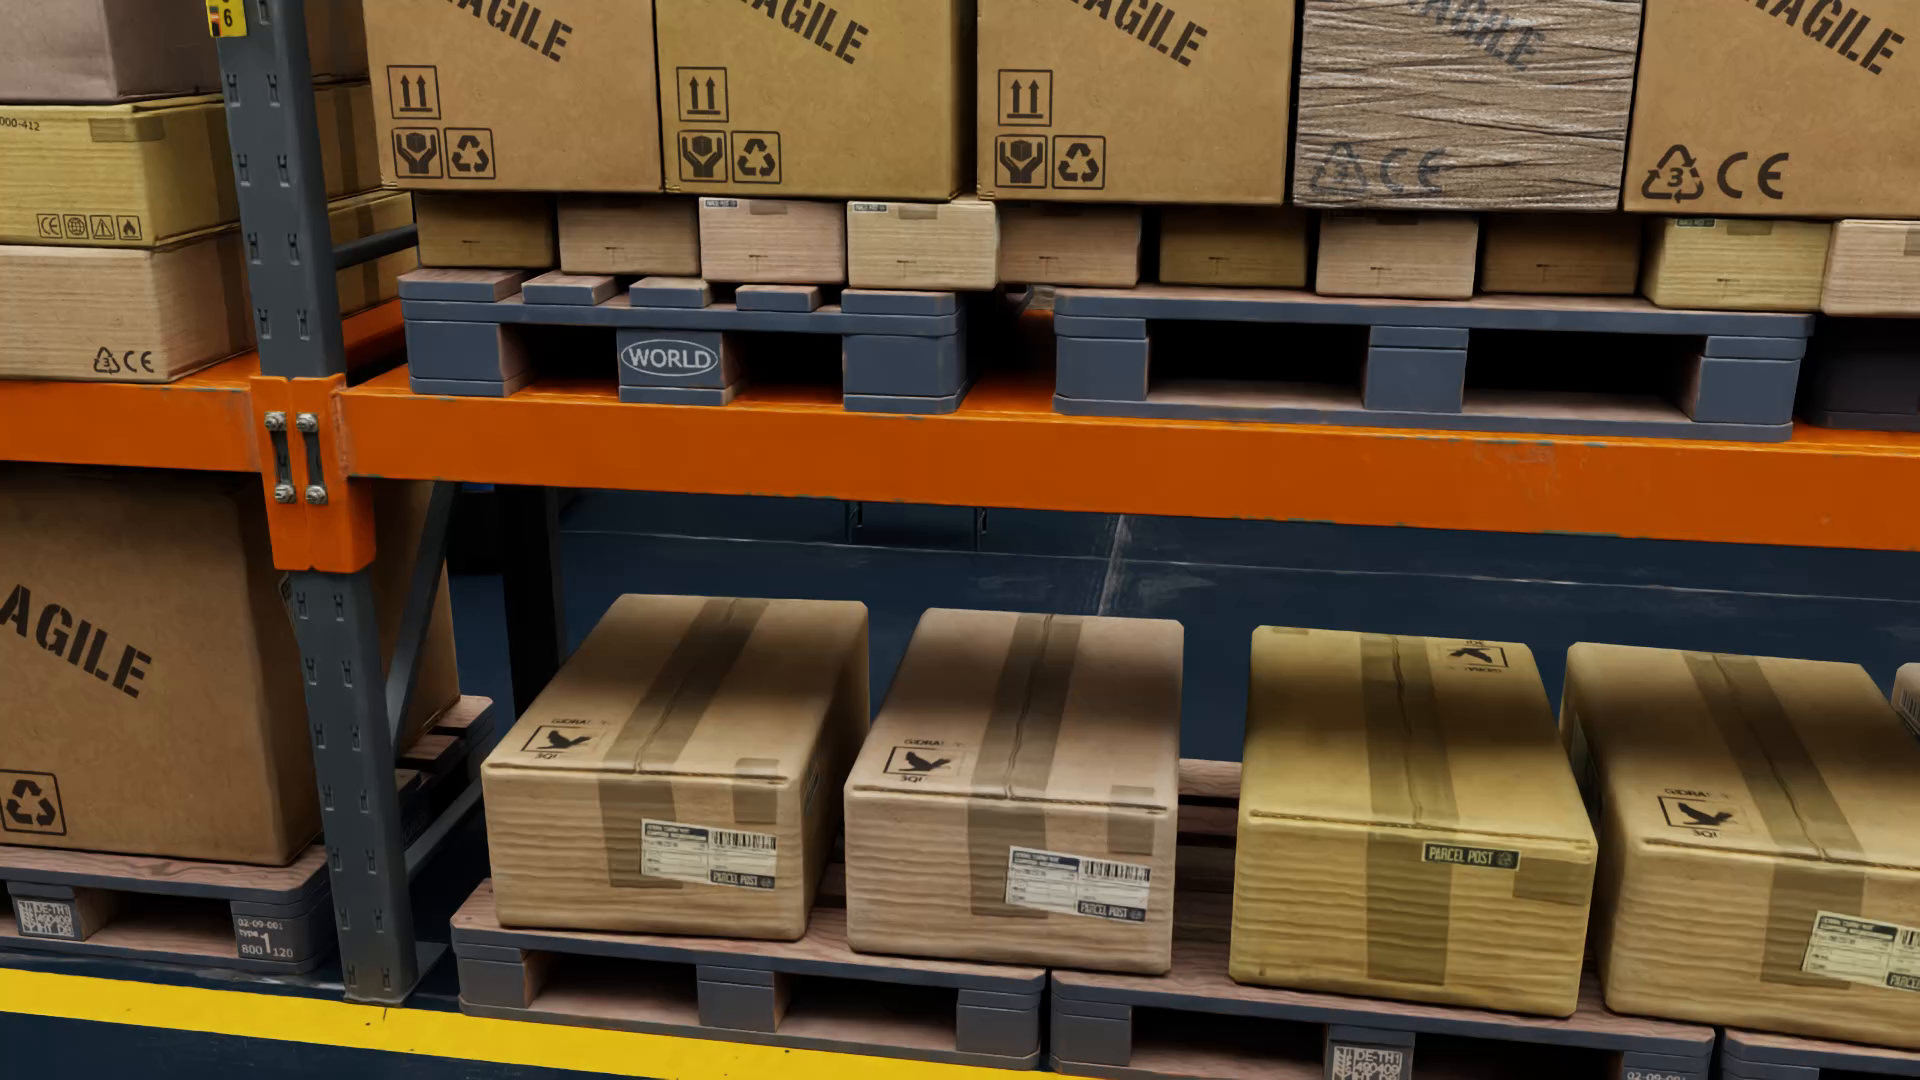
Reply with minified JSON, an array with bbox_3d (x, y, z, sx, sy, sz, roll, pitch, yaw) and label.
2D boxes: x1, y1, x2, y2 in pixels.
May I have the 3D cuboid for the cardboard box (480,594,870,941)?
[{"bbox_3d":[-0.576,0.461,3.678,0.625,0.372,0.950,2,19,5],"label":"cardboard box"}]

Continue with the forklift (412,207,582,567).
[{"bbox_3d":[-3.055,-1.463,6.055,3.031,2.935,1.130,1,19,4],"label":"forklift"}]

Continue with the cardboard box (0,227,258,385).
[{"bbox_3d":[-1.673,-0.491,3.279,0.500,0.250,0.500,2,19,7],"label":"cardboard box"}]

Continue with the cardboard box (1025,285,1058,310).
[{"bbox_3d":[0.265,-1.210,8.274,0.625,0.625,0.875,4,19,10],"label":"cardboard box"}]

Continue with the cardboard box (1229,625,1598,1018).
[{"bbox_3d":[0.902,0.535,3.455,0.625,0.372,0.950,4,19,10],"label":"cardboard box"}]

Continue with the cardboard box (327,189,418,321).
[{"bbox_3d":[-1.575,-0.650,3.755,0.500,0.250,0.500,3,19,8],"label":"cardboard box"}]

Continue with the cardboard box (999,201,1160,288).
[{"bbox_3d":[0.215,-0.562,2.990,0.250,0.149,0.380,4,19,12],"label":"cardboard box"}]

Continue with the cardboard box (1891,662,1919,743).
[{"bbox_3d":[2.299,0.605,3.247,0.625,0.372,0.950,3,19,9],"label":"cardboard box"}]

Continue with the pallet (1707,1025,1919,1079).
[{"bbox_3d":[2.048,0.867,3.379,1.213,0.211,1.003,3,19,9],"label":"pallet"}]

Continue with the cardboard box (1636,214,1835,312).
[{"bbox_3d":[1.260,-0.492,2.779,0.250,0.149,0.380,3,19,9],"label":"cardboard box"}]

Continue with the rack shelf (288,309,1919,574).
[{"bbox_3d":[0.843,-0.176,3.235,4.000,0.370,1.077,3,19,9],"label":"rack shelf"}]

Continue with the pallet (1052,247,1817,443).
[{"bbox_3d":[0.829,-0.440,3.193,1.213,0.211,1.003,3,19,9],"label":"pallet"}]

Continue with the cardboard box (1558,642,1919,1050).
[{"bbox_3d":[1.589,0.570,3.352,0.625,0.372,0.950,4,19,12],"label":"cardboard box"}]

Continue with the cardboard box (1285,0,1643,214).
[{"bbox_3d":[0.809,-0.834,2.780,0.500,0.500,0.500,2,19,7],"label":"cardboard box"}]

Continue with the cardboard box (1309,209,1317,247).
[{"bbox_3d":[0.771,-0.702,3.407,0.250,0.149,0.380,2,19,7],"label":"cardboard box"}]

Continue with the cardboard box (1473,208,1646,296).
[{"bbox_3d":[1.017,-0.537,2.915,0.250,0.149,0.380,2,19,7],"label":"cardboard box"}]

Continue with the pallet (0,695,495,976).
[{"bbox_3d":[-1.899,0.641,4.054,1.213,0.211,1.003,3,19,9],"label":"pallet"}]

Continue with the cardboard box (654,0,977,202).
[{"bbox_3d":[-0.209,-0.886,2.936,0.500,0.500,0.500,4,19,11],"label":"cardboard box"}]

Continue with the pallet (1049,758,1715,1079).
[{"bbox_3d":[0.840,0.807,3.560,1.213,0.211,1.003,3,19,9],"label":"pallet"}]

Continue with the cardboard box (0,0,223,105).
[{"bbox_3d":[-1.684,-1.083,3.080,0.500,0.500,0.500,2,19,7],"label":"cardboard box"}]

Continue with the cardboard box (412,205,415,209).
[{"bbox_3d":[-2.866,-1.711,8.945,0.250,0.149,0.380,3,19,10],"label":"cardboard box"}]

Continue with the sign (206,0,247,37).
[{"bbox_3d":[-1.217,-0.993,2.718,0.005,0.325,0.100,3,19,9],"label":"sign"}]

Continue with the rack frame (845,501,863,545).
[{"bbox_3d":[-0.404,-0.590,6.174,0.015,1.200,0.240,3,19,9],"label":"rack frame"}]

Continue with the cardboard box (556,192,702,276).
[{"bbox_3d":[-0.567,-0.598,3.098,0.250,0.149,0.380,2,19,5],"label":"cardboard box"}]

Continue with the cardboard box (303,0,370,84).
[{"bbox_3d":[-1.580,-1.241,3.551,0.500,0.500,0.500,2,19,7],"label":"cardboard box"}]

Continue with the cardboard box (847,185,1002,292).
[{"bbox_3d":[-0.036,-0.550,2.953,0.250,0.149,0.380,3,19,9],"label":"cardboard box"}]

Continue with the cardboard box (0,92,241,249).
[{"bbox_3d":[-1.651,-0.728,3.201,0.500,0.250,0.500,3,19,8],"label":"cardboard box"}]

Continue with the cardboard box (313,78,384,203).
[{"bbox_3d":[-1.593,-0.887,3.674,0.500,0.250,0.500,3,19,8],"label":"cardboard box"}]

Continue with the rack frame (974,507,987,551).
[{"bbox_3d":[0.077,-0.565,6.101,0.015,1.200,0.240,3,19,9],"label":"rack frame"}]

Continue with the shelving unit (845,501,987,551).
[{"bbox_3d":[-0.163,-0.577,6.138,0.503,1.200,0.258,3,19,9],"label":"shelving unit"}]

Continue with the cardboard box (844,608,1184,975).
[{"bbox_3d":[0.154,0.495,3.575,0.625,0.372,0.950,3,19,8],"label":"cardboard box"}]

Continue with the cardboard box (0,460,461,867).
[{"bbox_3d":[-1.801,0.130,3.874,0.875,0.875,0.875,3,19,8],"label":"cardboard box"}]

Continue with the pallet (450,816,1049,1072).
[{"bbox_3d":[-0.361,0.744,3.746,1.213,0.211,1.003,3,19,9],"label":"pallet"}]

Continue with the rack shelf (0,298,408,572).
[{"bbox_3d":[-3.107,-0.377,3.837,4.000,0.370,1.077,3,19,9],"label":"rack shelf"}]

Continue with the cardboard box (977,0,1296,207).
[{"bbox_3d":[0.316,-0.862,2.863,0.500,0.500,0.500,3,19,10],"label":"cardboard box"}]

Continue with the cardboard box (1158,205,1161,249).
[{"bbox_3d":[0.510,-0.689,3.368,0.250,0.149,0.380,3,19,9],"label":"cardboard box"}]

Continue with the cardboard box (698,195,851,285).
[{"bbox_3d":[-0.304,-0.570,3.014,0.250,0.149,0.380,2,19,5],"label":"cardboard box"}]

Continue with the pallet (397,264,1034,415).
[{"bbox_3d":[-0.412,-0.524,3.445,1.003,0.211,1.213,3,19,9],"label":"pallet"}]

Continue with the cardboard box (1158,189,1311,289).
[{"bbox_3d":[0.500,-0.560,2.984,0.250,0.149,0.380,4,19,11],"label":"cardboard box"}]

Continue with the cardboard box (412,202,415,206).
[{"bbox_3d":[-3.130,-1.742,9.037,0.250,0.149,0.380,2,19,6],"label":"cardboard box"}]

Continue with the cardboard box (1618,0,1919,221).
[{"bbox_3d":[1.326,-0.808,2.702,0.500,0.500,0.500,4,19,11],"label":"cardboard box"}]

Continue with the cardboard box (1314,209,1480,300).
[{"bbox_3d":[0.747,-0.527,2.884,0.250,0.149,0.380,4,19,10],"label":"cardboard box"}]

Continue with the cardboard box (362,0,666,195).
[{"bbox_3d":[-0.725,-0.910,3.008,0.500,0.500,0.500,2,19,7],"label":"cardboard box"}]

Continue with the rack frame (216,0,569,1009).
[{"bbox_3d":[-1.132,-0.618,3.422,0.127,3.000,1.000,3,19,9],"label":"rack frame"}]

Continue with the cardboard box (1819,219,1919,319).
[{"bbox_3d":[1.496,-0.468,2.709,0.250,0.149,0.380,3,19,9],"label":"cardboard box"}]

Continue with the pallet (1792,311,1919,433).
[{"bbox_3d":[2.086,-0.409,3.102,1.213,0.211,1.003,3,19,9],"label":"pallet"}]

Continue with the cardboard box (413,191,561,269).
[{"bbox_3d":[-0.841,-0.623,3.172,0.250,0.149,0.380,2,19,5],"label":"cardboard box"}]
